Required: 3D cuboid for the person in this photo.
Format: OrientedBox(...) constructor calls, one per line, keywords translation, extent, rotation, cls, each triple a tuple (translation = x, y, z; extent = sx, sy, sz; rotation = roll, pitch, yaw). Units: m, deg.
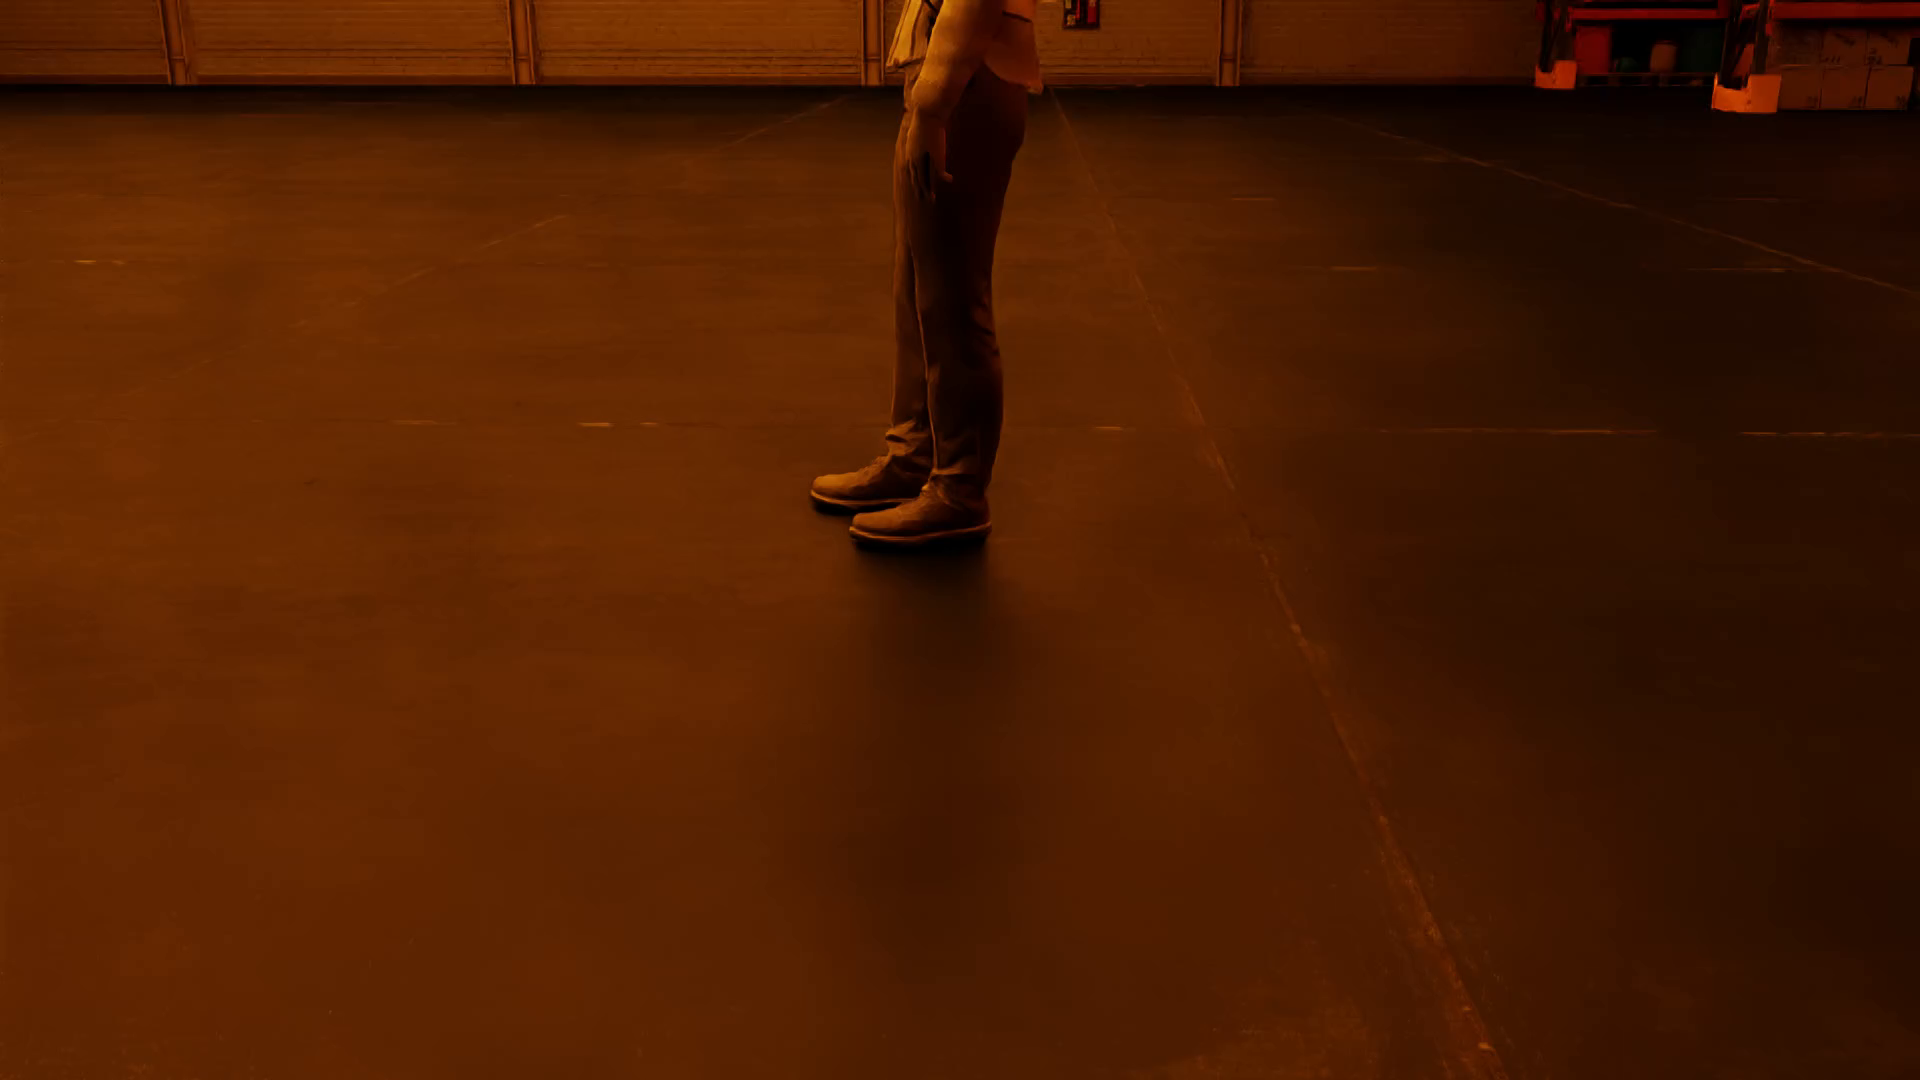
OrientedBox(translation=(-0.067, -0.819, 3.127), extent=(0.532, 1.695, 0.586), rotation=(1, 17, 2), cls="person")
